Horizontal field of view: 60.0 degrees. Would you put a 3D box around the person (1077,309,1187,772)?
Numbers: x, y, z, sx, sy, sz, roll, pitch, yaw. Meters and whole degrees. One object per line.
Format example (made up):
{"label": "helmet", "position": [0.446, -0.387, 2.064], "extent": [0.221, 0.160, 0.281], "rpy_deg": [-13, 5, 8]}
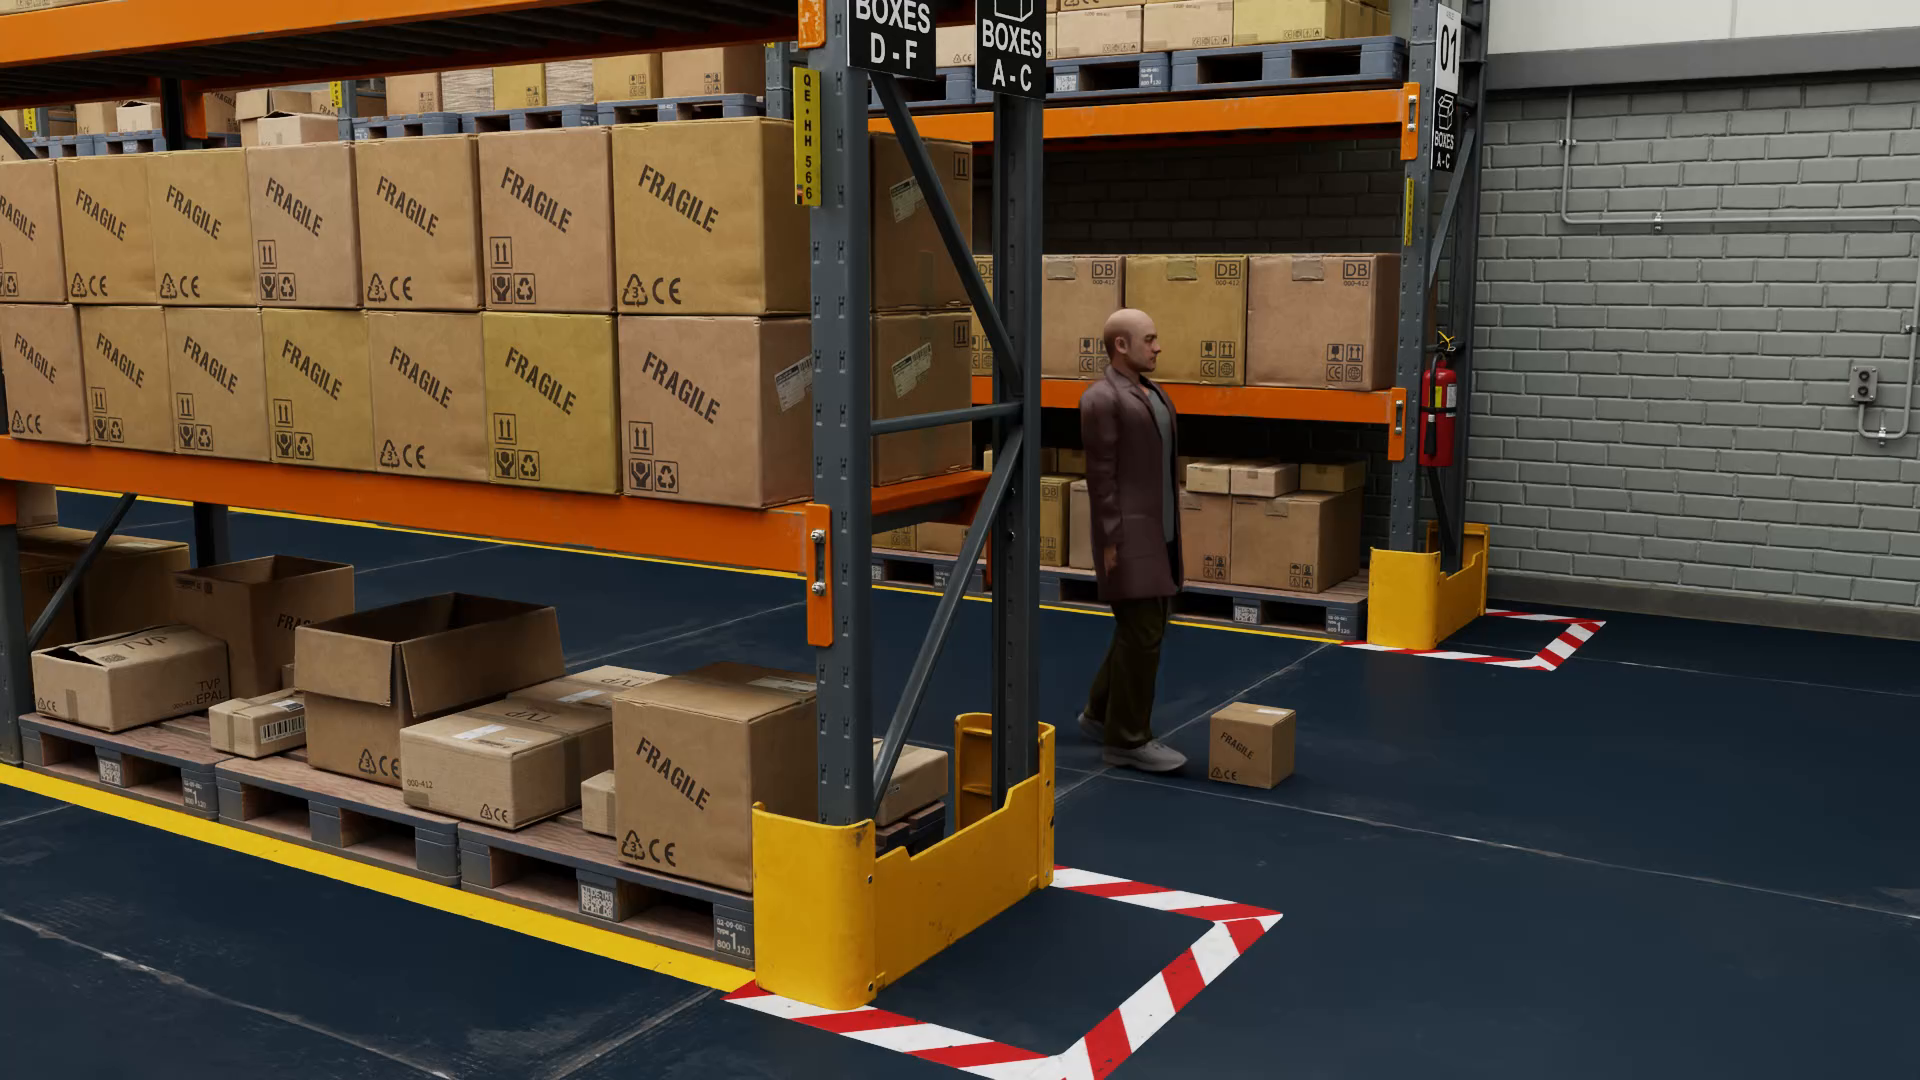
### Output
{"label": "person", "position": [0.692, 0.034, 6.516], "extent": [0.602, 1.864, 0.574], "rpy_deg": [6, 11, 32]}
